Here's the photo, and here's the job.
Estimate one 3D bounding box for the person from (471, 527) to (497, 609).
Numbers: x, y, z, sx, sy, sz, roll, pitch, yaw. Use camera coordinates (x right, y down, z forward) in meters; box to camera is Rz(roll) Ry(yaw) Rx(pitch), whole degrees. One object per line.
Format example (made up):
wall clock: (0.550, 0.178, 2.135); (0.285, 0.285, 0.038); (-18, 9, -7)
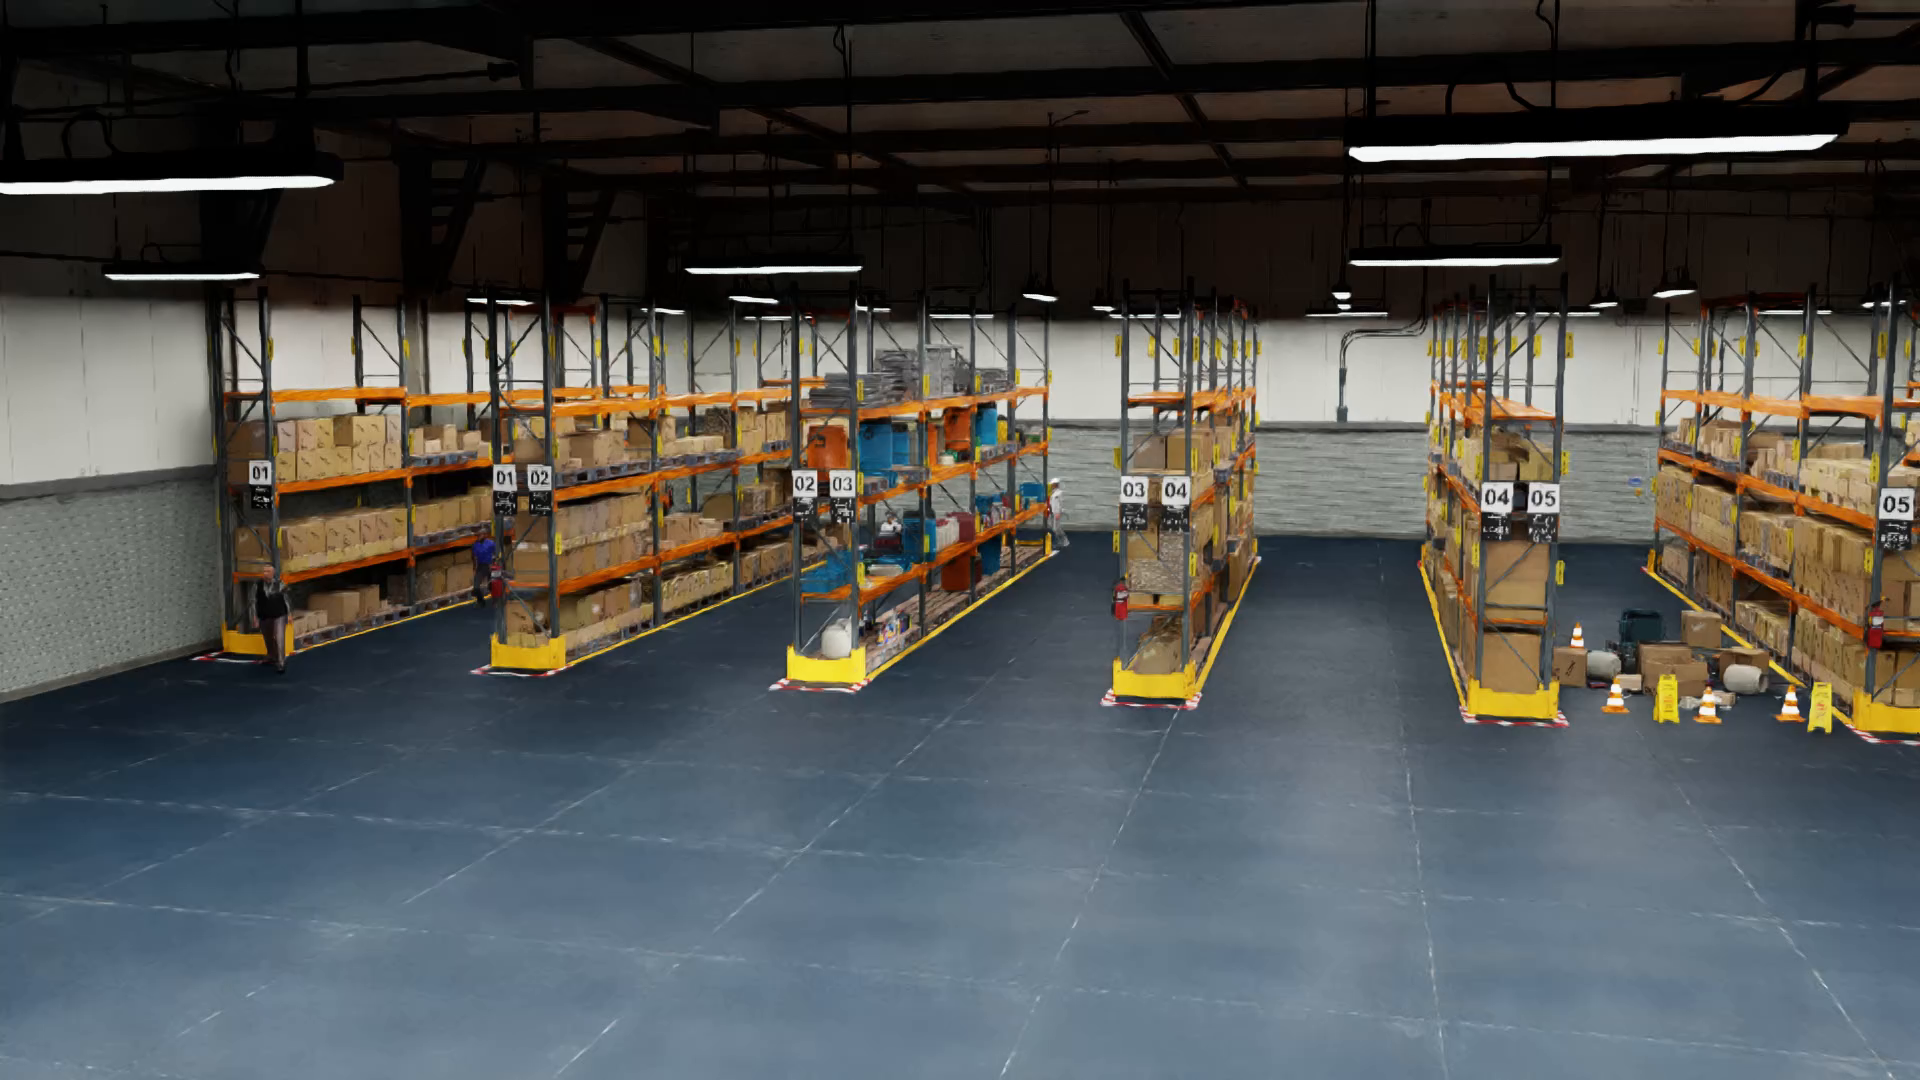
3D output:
person: (-9.130, 0.549, 32.004); (0.592, 1.590, 0.513); (1, 7, 11)

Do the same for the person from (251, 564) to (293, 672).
person: (-10.745, 1.206, 25.944); (0.576, 1.681, 0.955); (-1, 7, -10)

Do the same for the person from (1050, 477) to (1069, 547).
person: (2.479, -0.689, 41.829); (0.464, 1.763, 0.682); (-2, 7, -20)

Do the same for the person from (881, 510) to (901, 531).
person: (-1.470, 0.143, 35.312); (0.495, 1.585, 1.086); (2, 7, 15)
